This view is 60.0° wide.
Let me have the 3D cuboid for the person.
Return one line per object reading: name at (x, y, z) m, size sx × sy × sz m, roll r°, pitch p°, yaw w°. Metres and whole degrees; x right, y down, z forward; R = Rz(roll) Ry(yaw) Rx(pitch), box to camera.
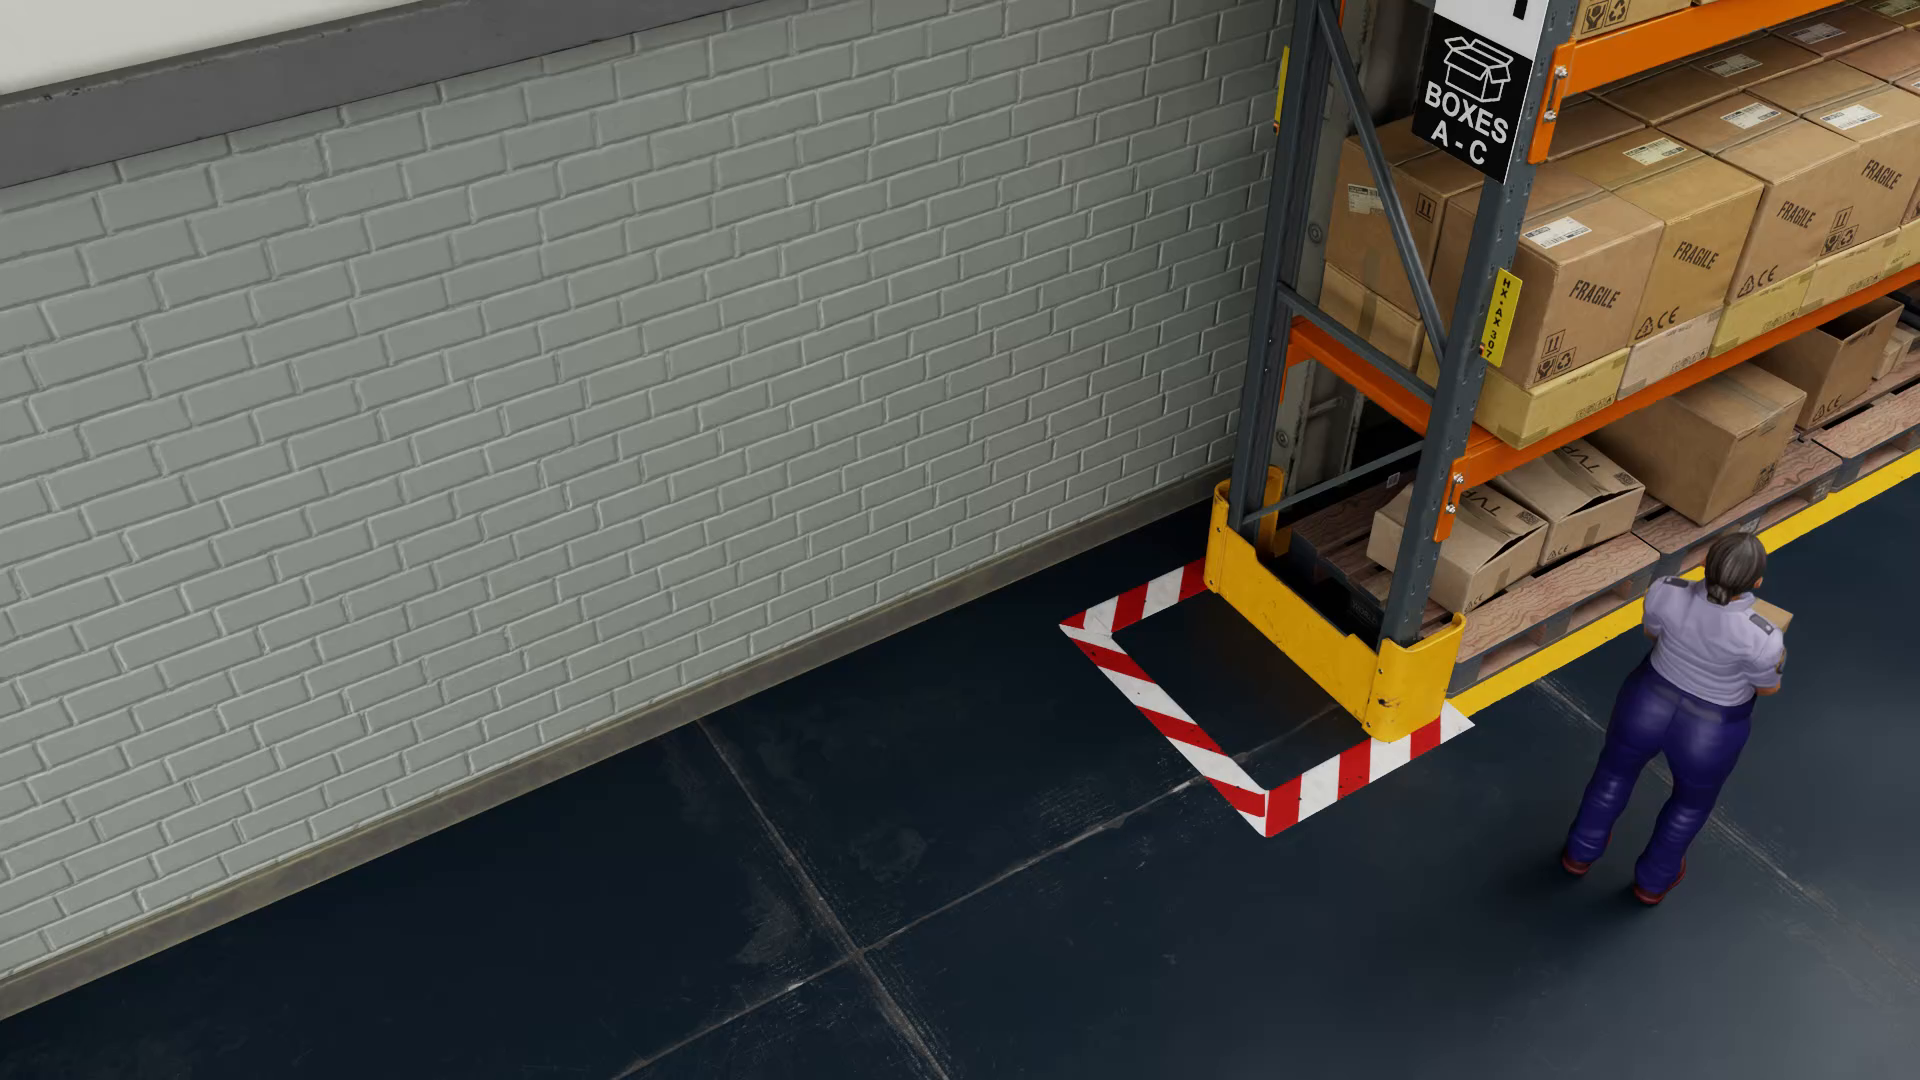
person at (2.430, 0.561, 5.546) m, size 0.453 × 1.623 × 0.514 m, roll 31°, pitch 50°, yaw 31°
